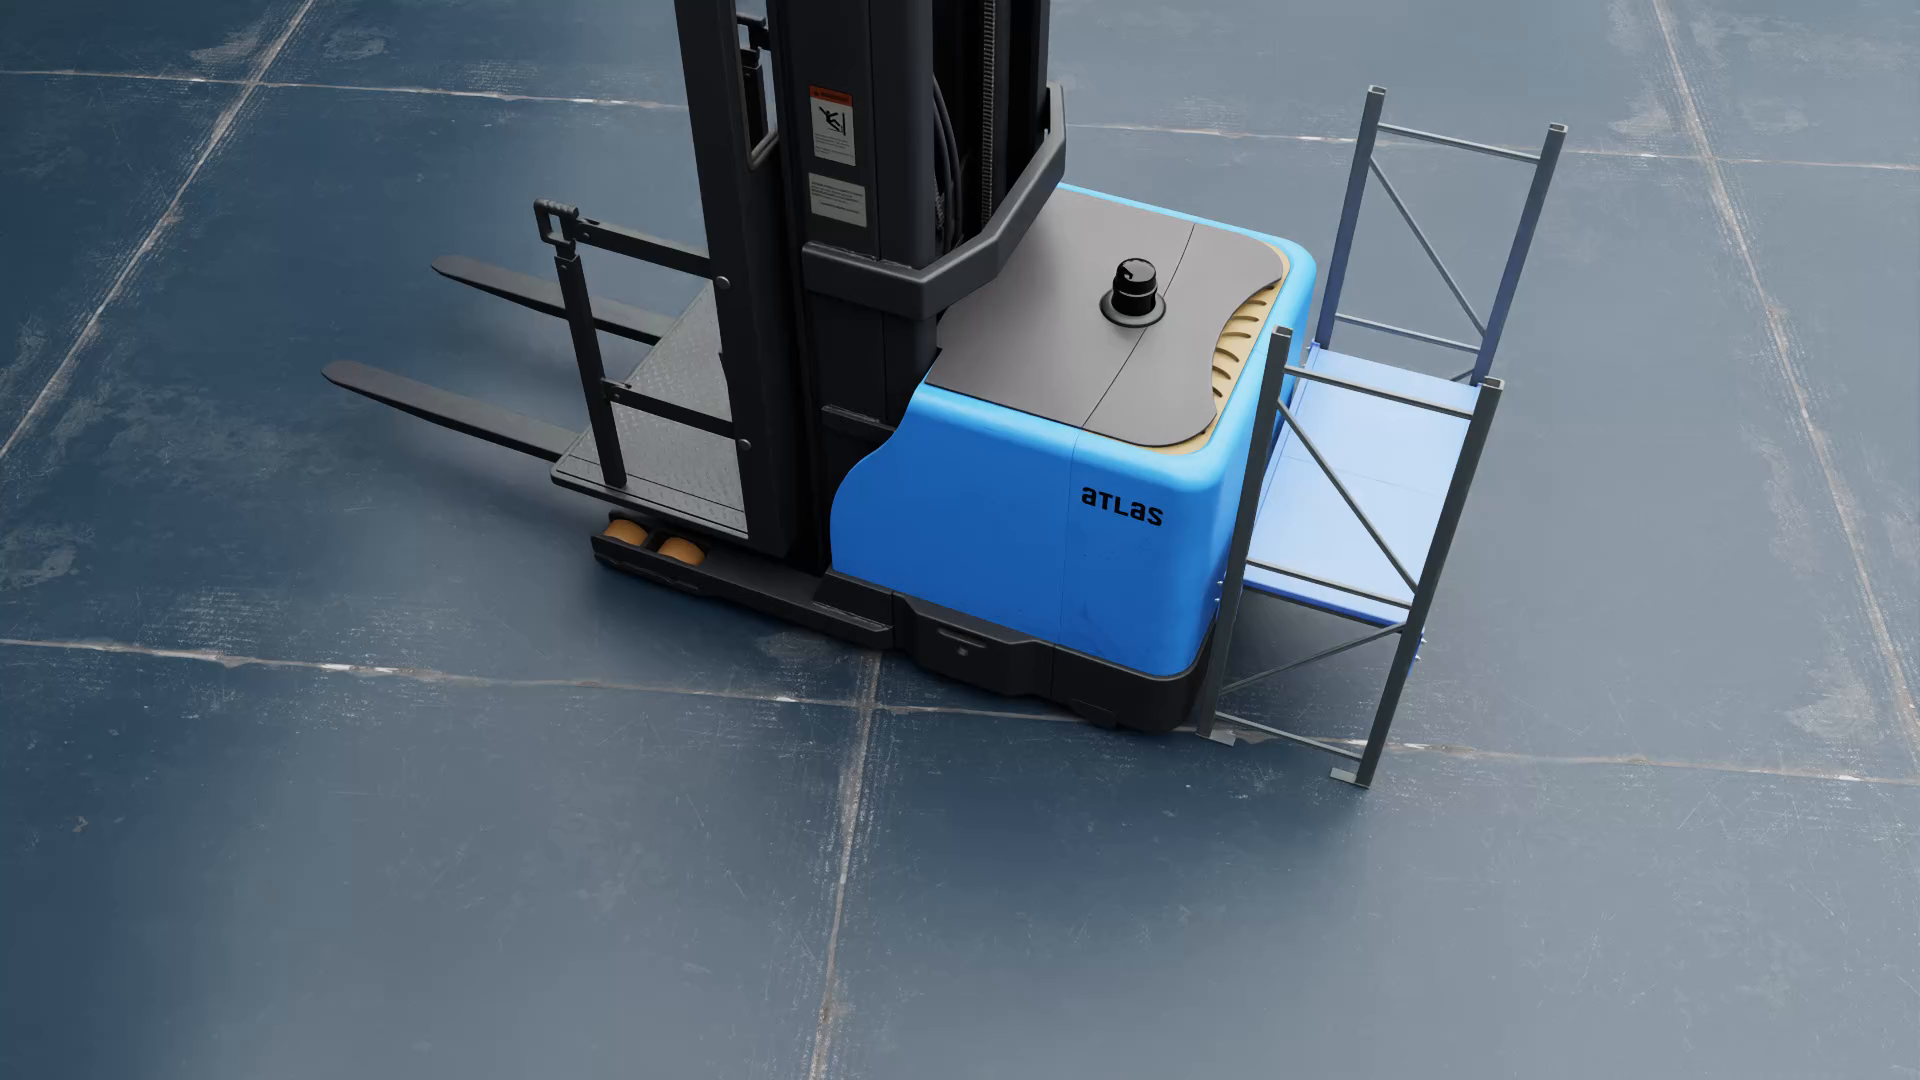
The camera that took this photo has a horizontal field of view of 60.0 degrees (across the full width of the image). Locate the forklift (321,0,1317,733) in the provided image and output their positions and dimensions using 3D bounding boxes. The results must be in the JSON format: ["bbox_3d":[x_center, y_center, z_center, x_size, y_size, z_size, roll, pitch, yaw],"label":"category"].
[{"bbox_3d":[-0.577,-1.173,4.337,3.031,2.935,1.130,18,50,16],"label":"forklift"}]

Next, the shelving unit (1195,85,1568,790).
[{"bbox_3d":[1.096,-0.240,4.451,0.538,1.500,1.048,16,50,14],"label":"shelving unit"}]

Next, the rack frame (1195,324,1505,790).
[{"bbox_3d":[0.913,0.110,4.131,0.500,1.500,0.032,16,50,14],"label":"rack frame"}]

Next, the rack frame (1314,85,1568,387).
[{"bbox_3d":[1.280,-0.590,4.771,0.500,1.500,0.032,16,50,14],"label":"rack frame"}]

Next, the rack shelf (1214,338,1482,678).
[{"bbox_3d":[1.095,-0.119,4.584,0.538,0.185,1.000,16,50,14],"label":"rack shelf"}]
